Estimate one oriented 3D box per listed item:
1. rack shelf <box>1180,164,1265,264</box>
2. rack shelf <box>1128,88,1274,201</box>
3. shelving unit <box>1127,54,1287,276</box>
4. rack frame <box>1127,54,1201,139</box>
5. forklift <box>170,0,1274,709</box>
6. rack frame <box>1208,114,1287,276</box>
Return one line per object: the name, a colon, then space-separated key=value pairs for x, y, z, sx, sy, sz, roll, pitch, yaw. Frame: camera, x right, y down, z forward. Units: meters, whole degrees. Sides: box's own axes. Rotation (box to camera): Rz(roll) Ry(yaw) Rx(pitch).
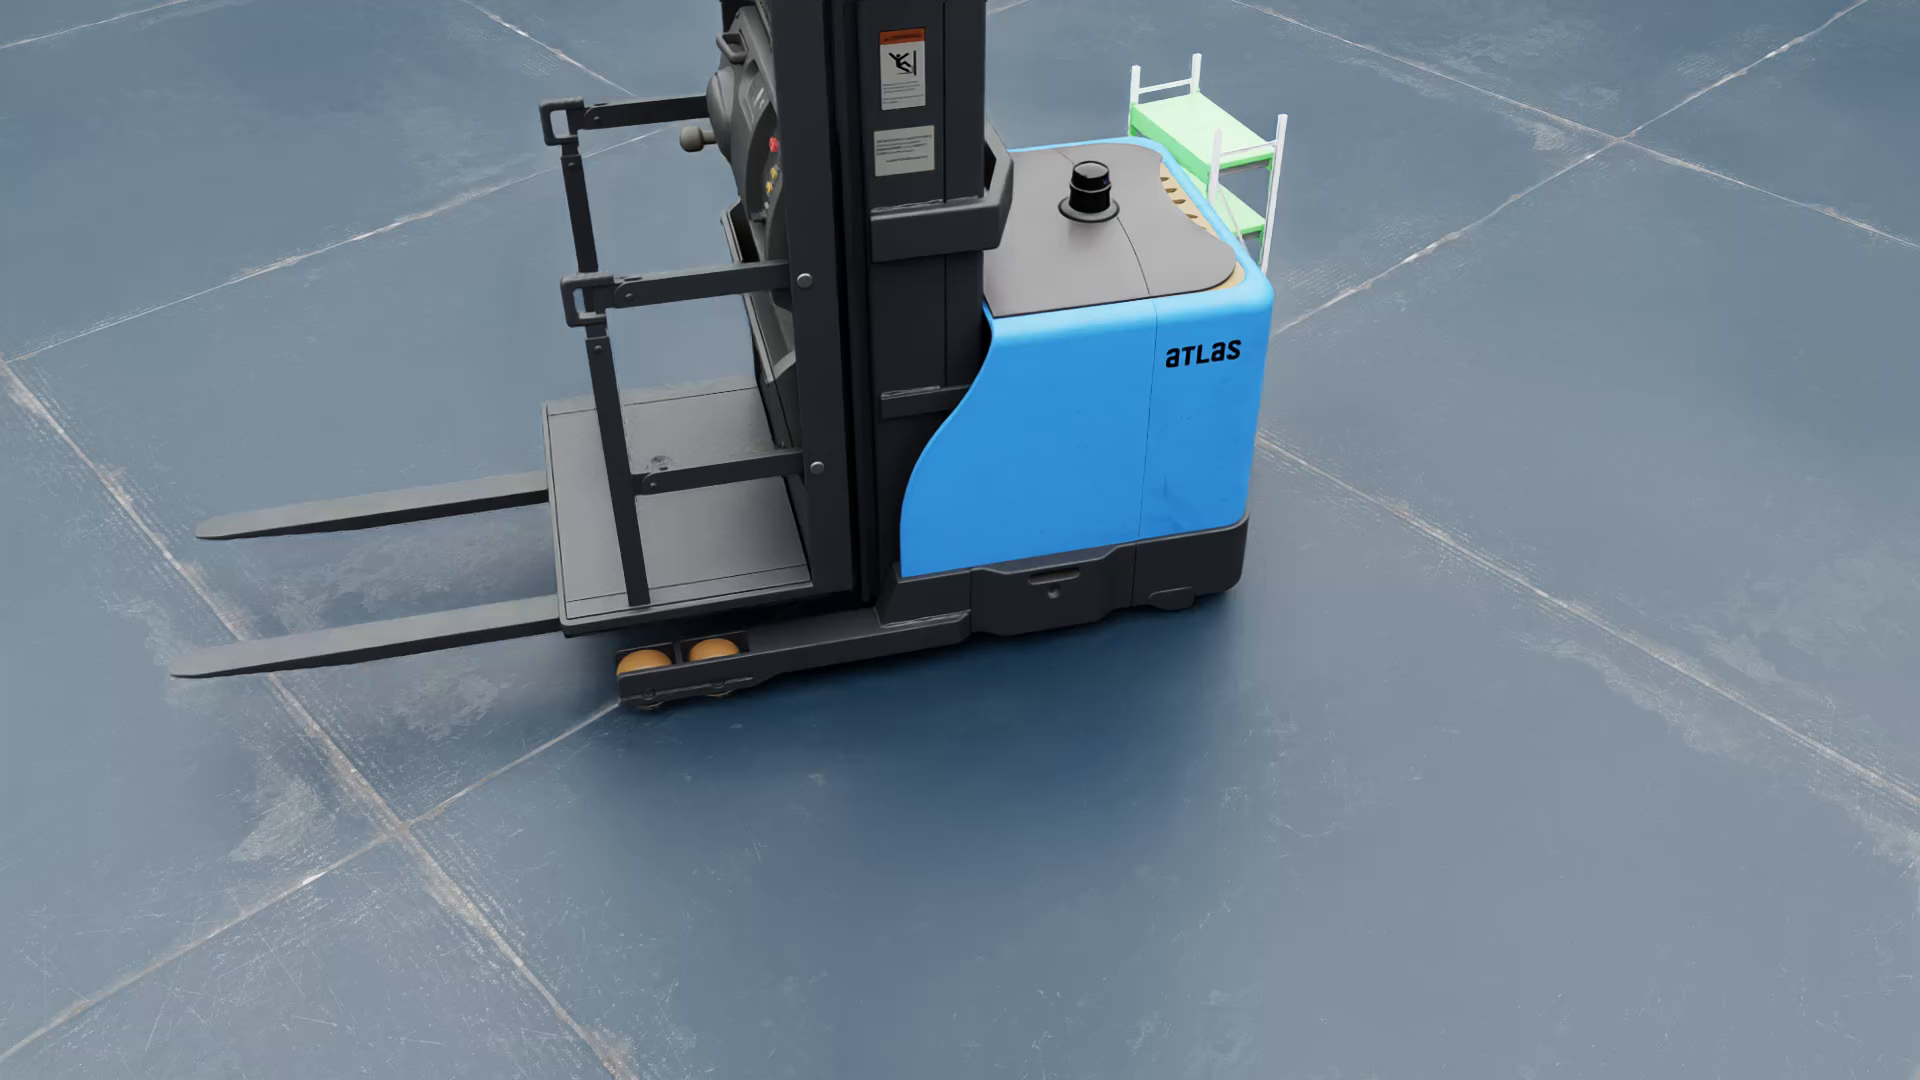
rack shelf: x=0.747 y=-1.027 z=5.286 sx=0.258 sy=0.148 sz=0.480 roll=-16 pitch=42 yaw=-19
rack shelf: x=0.747 y=-1.214 z=5.136 sx=0.258 sy=0.148 sz=0.480 roll=-16 pitch=42 yaw=-19
shelving unit: x=0.747 y=-0.890 z=5.397 sx=0.258 sy=1.200 sz=0.503 roll=-16 pitch=42 yaw=-19
rack frame: x=0.646 y=-1.030 z=5.570 sx=0.240 sy=1.200 sz=0.015 roll=-16 pitch=42 yaw=-19
forklift: x=-0.724 y=-1.036 z=4.200 sx=3.031 sy=2.935 sz=1.130 roll=-9 pitch=40 yaw=-11
rack frame: x=0.849 y=-0.750 z=5.224 sx=0.240 sy=1.200 sz=0.015 roll=-16 pitch=42 yaw=-19
